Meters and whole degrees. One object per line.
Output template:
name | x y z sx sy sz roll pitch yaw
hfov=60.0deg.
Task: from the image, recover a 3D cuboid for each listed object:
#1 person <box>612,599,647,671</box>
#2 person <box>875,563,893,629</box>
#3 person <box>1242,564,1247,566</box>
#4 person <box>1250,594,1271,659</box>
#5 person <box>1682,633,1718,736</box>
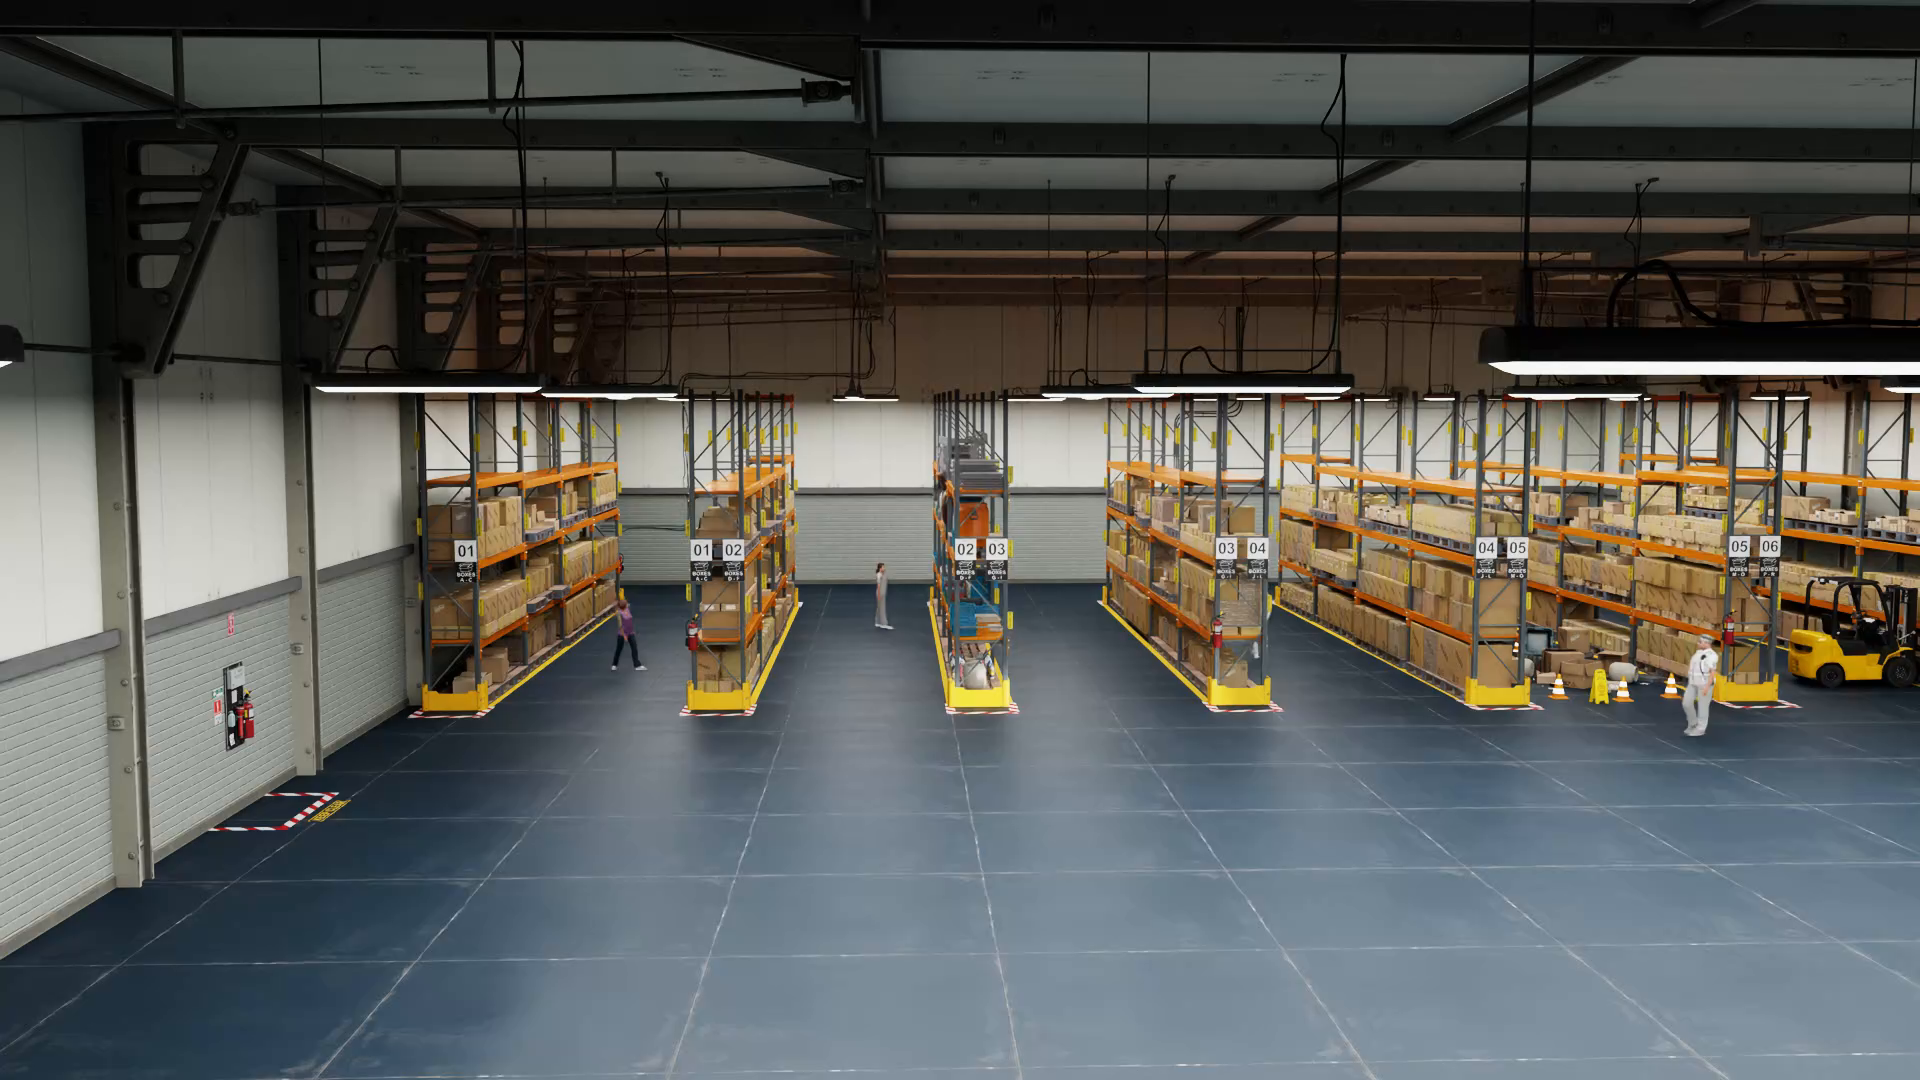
person | -7.136 2.039 35.704 0.755 1.544 0.539 4 6 41
person | -1.941 1.418 42.581 0.508 1.688 0.467 1 5 11
person | 8.558 0.663 50.937 0.481 1.781 0.565 -2 5 -26
person | 6.712 1.787 37.356 0.546 1.714 1.144 0 5 -5
person | 12.812 2.525 28.791 0.513 1.819 0.571 -3 5 -28
